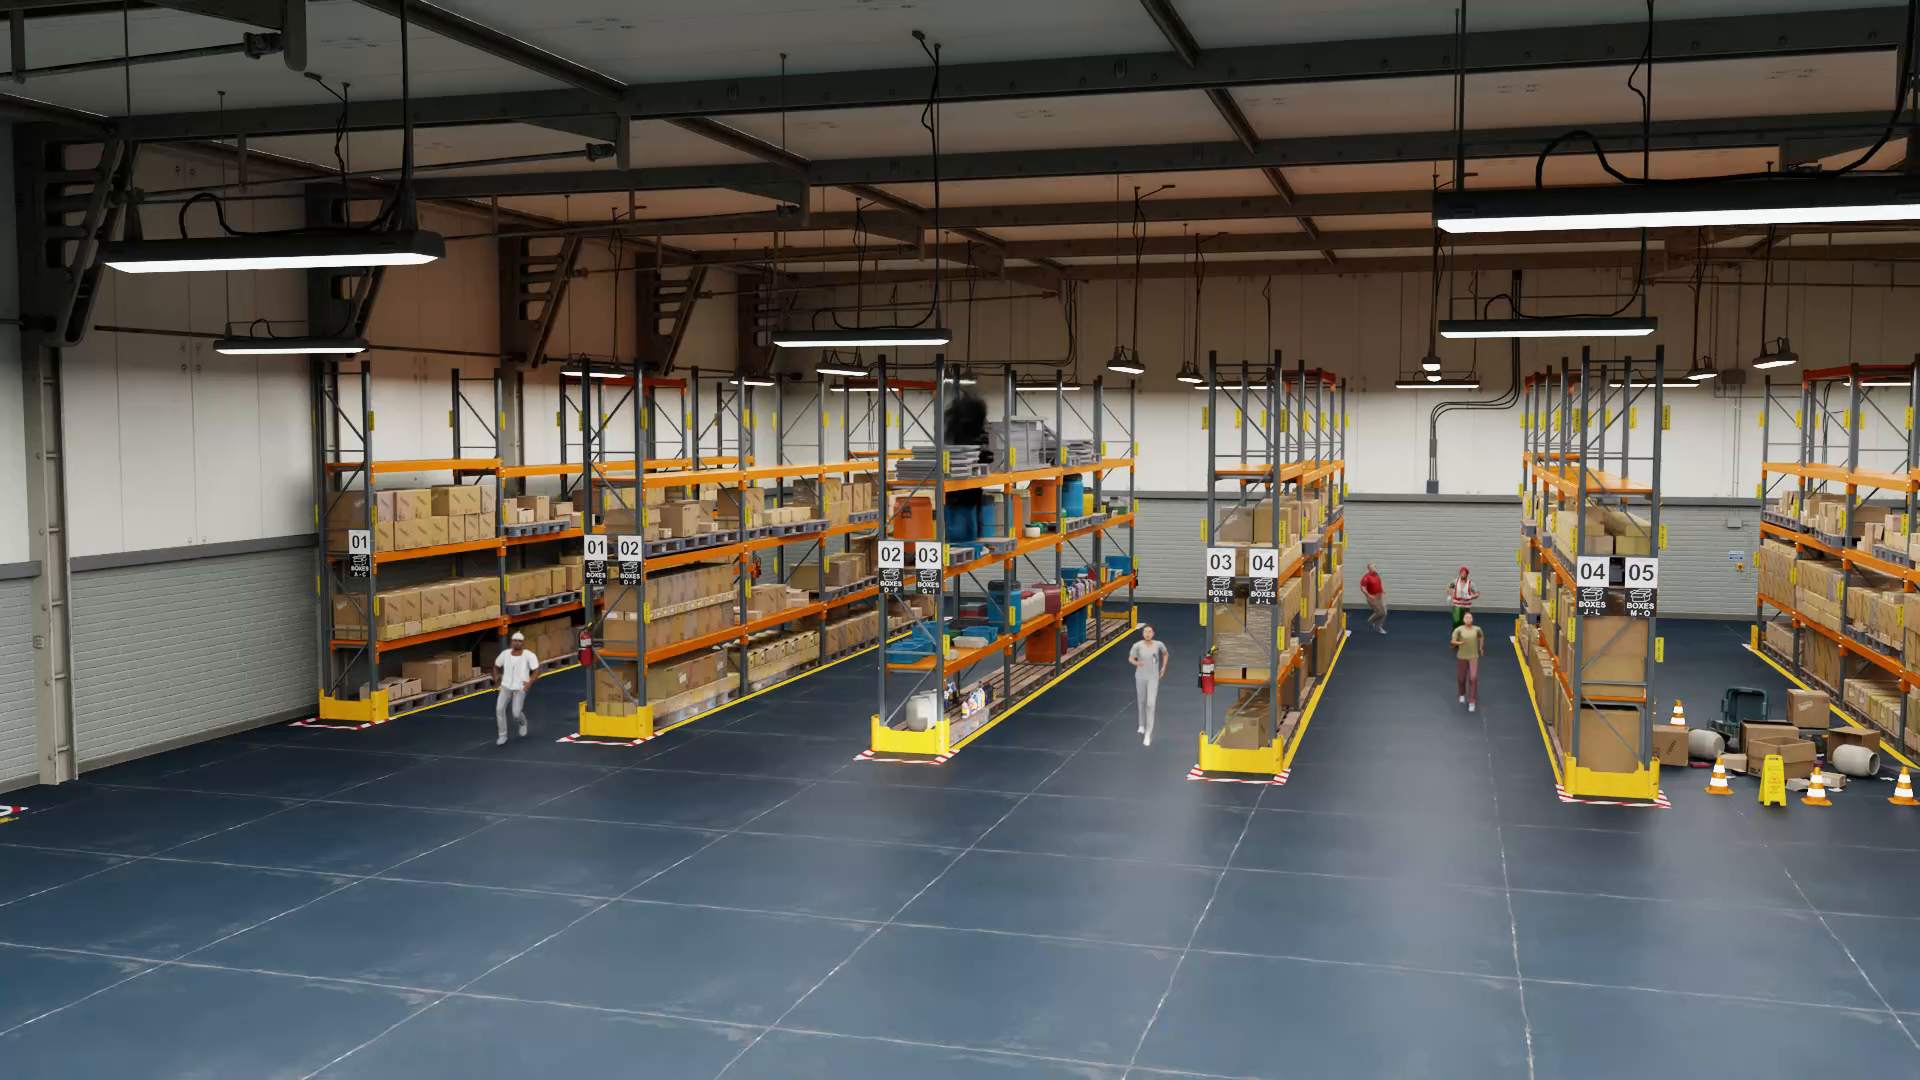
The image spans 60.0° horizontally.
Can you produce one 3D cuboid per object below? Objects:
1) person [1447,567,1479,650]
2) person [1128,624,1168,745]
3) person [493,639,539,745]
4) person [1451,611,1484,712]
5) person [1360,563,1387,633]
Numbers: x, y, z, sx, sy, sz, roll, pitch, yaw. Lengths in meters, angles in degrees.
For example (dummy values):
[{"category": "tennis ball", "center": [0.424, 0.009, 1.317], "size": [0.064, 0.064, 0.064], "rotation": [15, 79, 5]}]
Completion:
[{"category": "person", "center": [11.073, 1.495, 36.636], "size": [0.680, 1.814, 0.723], "rotation": [1, 4, 14]}, {"category": "person", "center": [2.800, 2.127, 24.771], "size": [0.575, 1.777, 0.713], "rotation": [1, 4, 10]}, {"category": "person", "center": [-6.985, 2.320, 26.009], "size": [0.730, 1.664, 0.719], "rotation": [0, 4, 5]}, {"category": "person", "center": [8.832, 2.079, 28.950], "size": [0.561, 1.691, 0.908], "rotation": [1, 4, 14]}, {"category": "person", "center": [9.791, 1.376, 39.299], "size": [0.699, 1.670, 0.535], "rotation": [-3, 5, -33]}]
